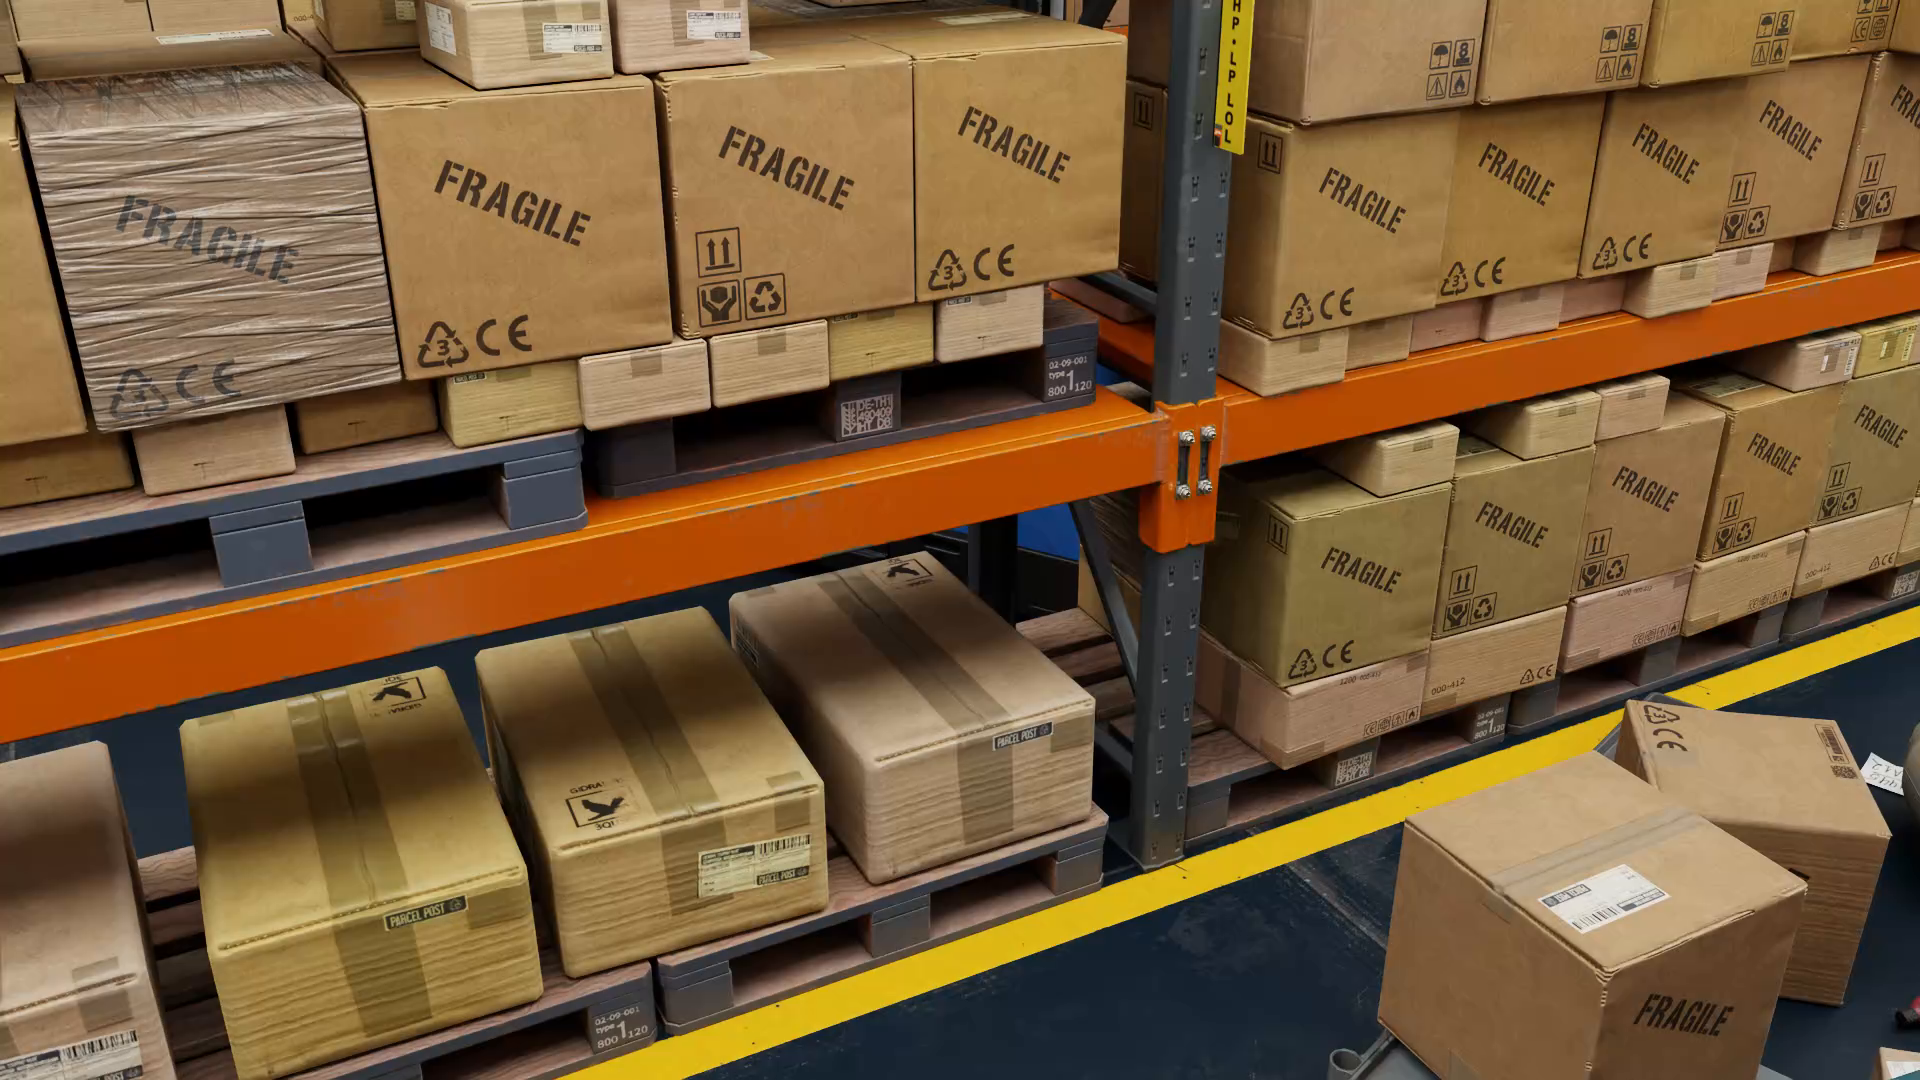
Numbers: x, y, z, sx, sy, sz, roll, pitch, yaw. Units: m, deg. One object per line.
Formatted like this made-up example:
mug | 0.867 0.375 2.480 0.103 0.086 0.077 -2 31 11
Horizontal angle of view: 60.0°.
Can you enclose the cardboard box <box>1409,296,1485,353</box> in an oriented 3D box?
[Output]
cardboard box | 1.157 -0.635 4.398 0.250 0.149 0.380 -13 29 -25

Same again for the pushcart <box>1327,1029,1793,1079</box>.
pushcart | 1.427 1.373 2.955 1.648 0.377 0.936 21 33 37

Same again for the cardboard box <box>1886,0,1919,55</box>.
cardboard box | 2.640 -1.684 4.677 0.500 0.500 0.700 -13 29 -26

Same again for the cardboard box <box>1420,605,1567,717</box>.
cardboard box | 1.423 0.250 4.955 0.500 0.250 0.500 -11 28 -22

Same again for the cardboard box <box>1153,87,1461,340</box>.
cardboard box | 0.829 -0.832 4.059 0.500 0.500 0.500 -13 29 -25

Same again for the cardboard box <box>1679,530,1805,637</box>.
cardboard box | 2.333 0.044 5.384 0.500 0.250 0.500 -14 29 -27

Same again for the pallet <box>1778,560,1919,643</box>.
pallet | 3.039 -0.060 6.131 1.213 0.211 1.003 -13 29 -25

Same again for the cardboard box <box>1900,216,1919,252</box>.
cardboard box | 2.990 -1.012 5.181 0.250 0.149 0.380 -12 28 -24

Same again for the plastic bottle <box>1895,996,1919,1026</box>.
plastic bottle | 2.331 1.108 3.871 0.283 0.061 0.133 -8 27 -16

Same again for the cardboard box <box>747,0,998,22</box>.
cardboard box | -0.239 -1.052 4.032 0.500 0.500 0.500 -12 28 -24

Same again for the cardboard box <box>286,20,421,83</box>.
cardboard box | -1.123 -0.855 3.620 0.500 0.500 0.500 -13 29 -25

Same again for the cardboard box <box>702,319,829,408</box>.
cardboard box | -0.466 -0.423 3.470 0.250 0.149 0.380 -14 29 -26

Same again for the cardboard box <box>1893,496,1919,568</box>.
cardboard box | 3.232 -0.162 5.814 0.500 0.250 0.500 -13 29 -25

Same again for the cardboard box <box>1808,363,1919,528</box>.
cardboard box | 2.796 -0.402 5.447 0.500 0.500 0.500 -12 28 -23

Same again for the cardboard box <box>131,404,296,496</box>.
cardboard box | -1.396 -0.237 3.083 0.250 0.149 0.380 -12 28 -23

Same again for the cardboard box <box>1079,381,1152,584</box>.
cardboard box | 0.706 -0.181 4.986 0.500 0.500 0.500 -13 29 -26

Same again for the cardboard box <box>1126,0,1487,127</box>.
cardboard box | 0.800 -1.307 3.891 0.500 0.500 0.700 -13 29 -26

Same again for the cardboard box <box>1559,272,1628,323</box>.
cardboard box | 1.612 -0.739 4.613 0.250 0.149 0.380 -13 29 -25

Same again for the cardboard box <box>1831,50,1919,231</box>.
cardboard box | 2.603 -1.247 4.923 0.500 0.500 0.500 -13 29 -25

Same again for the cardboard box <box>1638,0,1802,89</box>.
cardboard box | 1.717 -1.494 4.282 0.500 0.500 0.700 -14 29 -26

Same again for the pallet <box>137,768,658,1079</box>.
pallet | -1.454 0.996 3.931 1.213 0.211 1.003 -13 29 -25

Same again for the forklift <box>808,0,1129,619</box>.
forklift | -0.545 -1.456 5.897 3.031 2.935 1.130 14 29 27

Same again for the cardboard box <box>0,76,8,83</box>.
cardboard box | -2.053 -0.635 3.163 0.500 0.500 0.500 -15 30 -29

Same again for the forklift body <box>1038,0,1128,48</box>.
forklift body | 0.686 -1.914 7.751 1.214 2.155 2.313 -13 29 -25

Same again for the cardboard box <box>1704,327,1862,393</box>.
cardboard box | 2.506 -0.599 5.107 0.250 0.149 0.380 -12 28 -23

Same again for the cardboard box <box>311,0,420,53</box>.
cardboard box | -1.182 -1.110 3.401 0.250 0.149 0.380 -11 28 -22

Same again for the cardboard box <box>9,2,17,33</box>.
cardboard box | -3.952 -2.411 7.401 0.500 0.250 0.500 -14 29 -26

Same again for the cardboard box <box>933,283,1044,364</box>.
cardboard box | -0.014 -0.536 3.705 0.250 0.149 0.380 -13 28 -24

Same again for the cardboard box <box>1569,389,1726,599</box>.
cardboard box | 1.883 -0.193 5.012 0.500 0.500 0.500 -11 28 -22

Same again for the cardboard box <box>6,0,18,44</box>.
cardboard box | -4.139 -2.106 6.767 0.500 0.250 0.500 -14 29 -26

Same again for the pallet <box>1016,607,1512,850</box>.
pallet | 0.886 0.437 5.096 1.213 0.211 1.003 -13 29 -25

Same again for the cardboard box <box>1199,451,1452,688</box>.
cardboard box | 0.958 0.025 4.557 0.500 0.500 0.500 -12 28 -23

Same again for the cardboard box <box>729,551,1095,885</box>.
cardboard box | -0.152 0.433 4.433 0.625 0.372 0.950 -13 28 -24

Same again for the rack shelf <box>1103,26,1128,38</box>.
rack shelf | -0.264 -2.648 9.131 4.000 0.370 1.077 -13 29 -25

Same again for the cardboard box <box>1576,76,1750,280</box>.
cardboard box | 1.710 -1.041 4.493 0.500 0.500 0.500 -13 29 -26

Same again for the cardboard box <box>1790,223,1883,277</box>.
cardboard box | 2.514 -0.926 5.004 0.250 0.149 0.380 -13 29 -26

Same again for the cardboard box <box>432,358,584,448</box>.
cardboard box | -0.921 -0.333 3.284 0.250 0.149 0.380 -13 29 -25

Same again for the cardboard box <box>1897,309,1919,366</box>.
cardboard box | 2.963 -0.702 5.322 0.250 0.149 0.380 -12 28 -24

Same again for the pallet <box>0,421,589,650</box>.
pallet | -1.492 -0.188 3.397 1.213 0.211 1.003 -13 29 -25

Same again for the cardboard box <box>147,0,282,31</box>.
cardboard box | -3.246 -2.316 7.203 0.500 0.250 0.500 -12 28 -24

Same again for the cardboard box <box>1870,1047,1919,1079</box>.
cardboard box | 2.039 1.216 3.410 0.258 0.266 0.396 10 27 20

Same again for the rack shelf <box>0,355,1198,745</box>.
rack shelf | -1.455 0.062 3.487 4.000 0.370 1.077 -13 29 -25

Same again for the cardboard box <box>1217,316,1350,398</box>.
cardboard box | 0.739 -0.498 4.113 0.250 0.149 0.380 -13 29 -25

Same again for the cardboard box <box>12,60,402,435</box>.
cardboard box | -1.347 -0.545 2.976 0.500 0.500 0.500 -14 29 -27

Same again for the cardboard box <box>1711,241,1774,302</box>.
cardboard box | 2.081 -0.817 4.777 0.250 0.149 0.380 -13 29 -25

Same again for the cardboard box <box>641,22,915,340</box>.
cardboard box | -0.427 -0.755 3.413 0.500 0.500 0.500 -13 28 -25

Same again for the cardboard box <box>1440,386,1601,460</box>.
cardboard box | 1.549 -0.375 4.641 0.250 0.149 0.380 -12 28 -23

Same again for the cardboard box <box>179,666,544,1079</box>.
cardboard box | -1.397 0.723 3.829 0.625 0.372 0.950 -12 28 -23

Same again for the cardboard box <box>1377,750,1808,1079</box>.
cardboard box | 1.174 0.789 3.154 0.500 0.500 0.500 -13 29 -25

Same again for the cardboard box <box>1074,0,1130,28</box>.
cardboard box | 0.728 -3.122 9.171 0.500 0.500 0.500 -12 28 -23

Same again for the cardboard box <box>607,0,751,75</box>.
cardboard box | -0.593 -1.005 3.184 0.250 0.149 0.380 -14 29 -27
